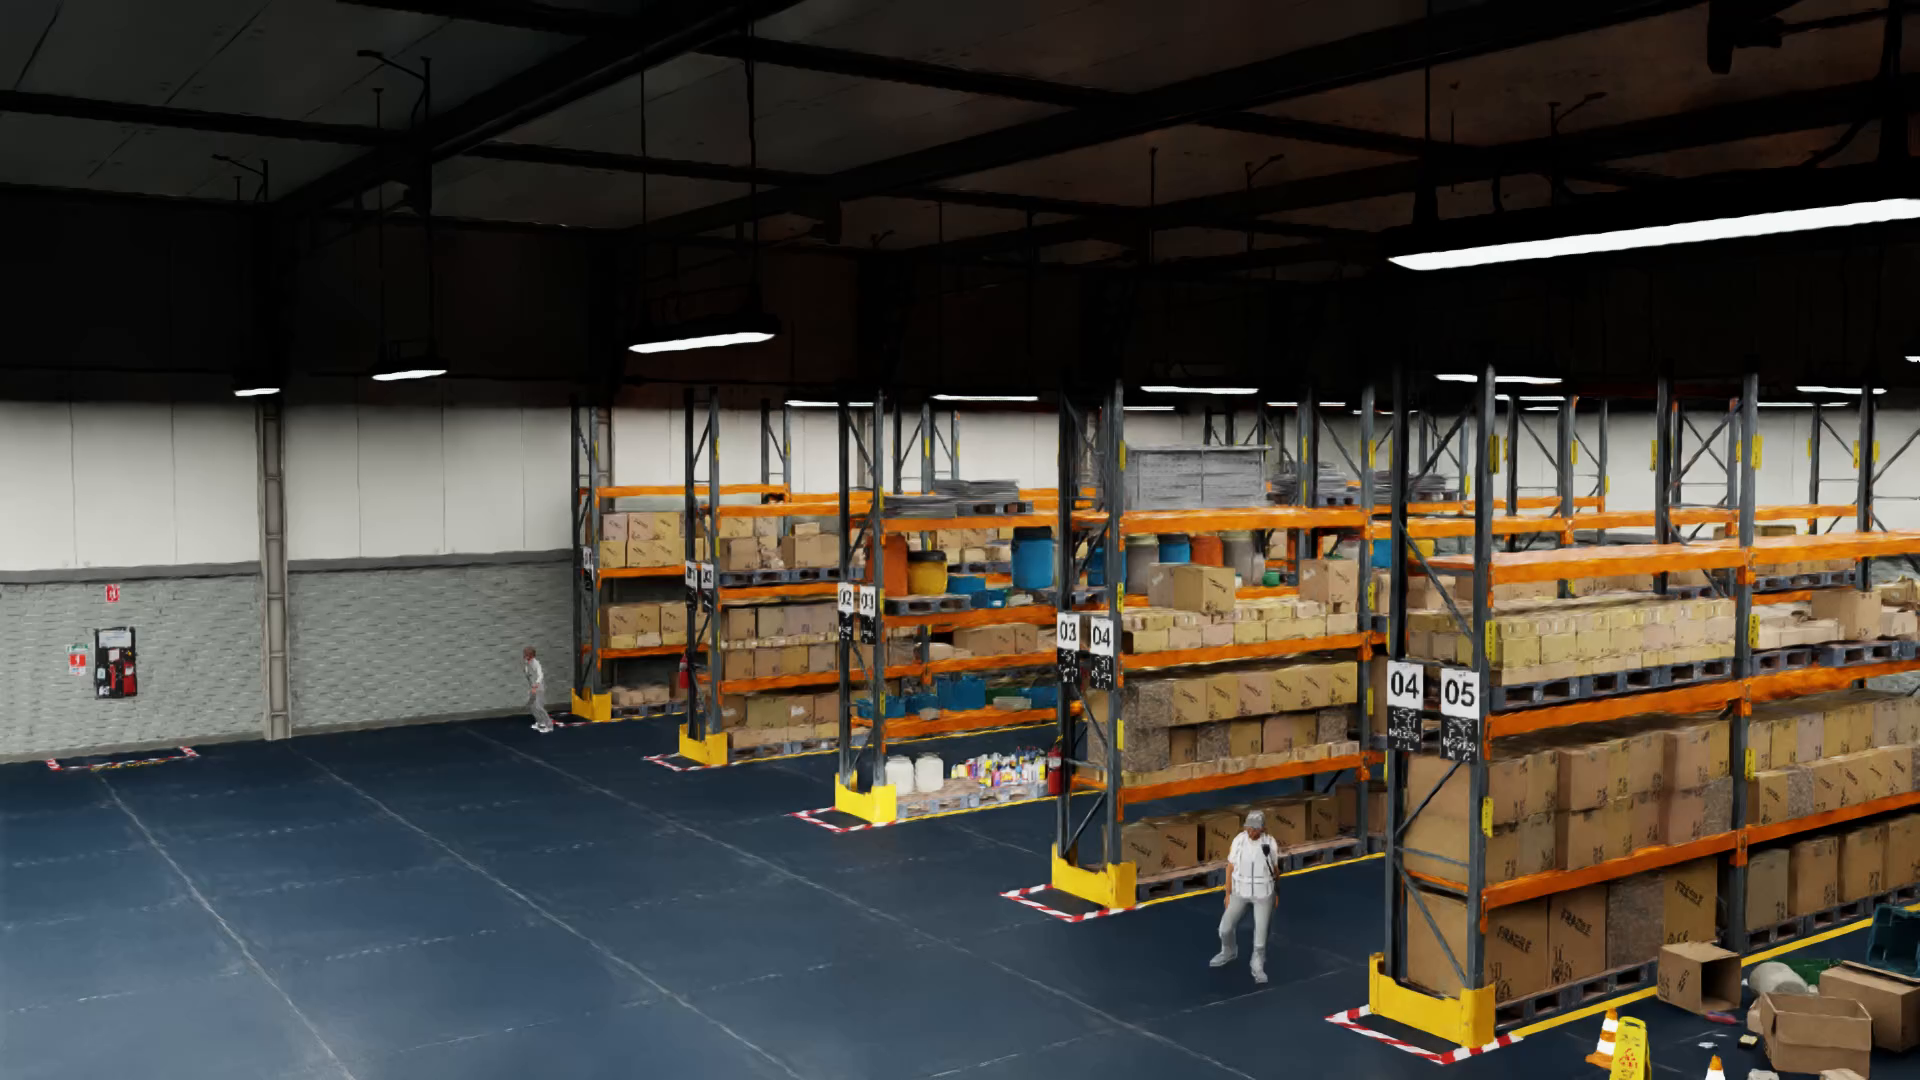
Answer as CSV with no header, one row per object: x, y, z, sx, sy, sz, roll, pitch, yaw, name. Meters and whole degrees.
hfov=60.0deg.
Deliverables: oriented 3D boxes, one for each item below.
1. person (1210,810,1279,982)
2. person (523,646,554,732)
2.726,3.378,15.949,0.669,1.655,0.536,1,4,14,person
-7.484,2.630,29.443,0.519,1.541,0.566,-3,4,-36,person
